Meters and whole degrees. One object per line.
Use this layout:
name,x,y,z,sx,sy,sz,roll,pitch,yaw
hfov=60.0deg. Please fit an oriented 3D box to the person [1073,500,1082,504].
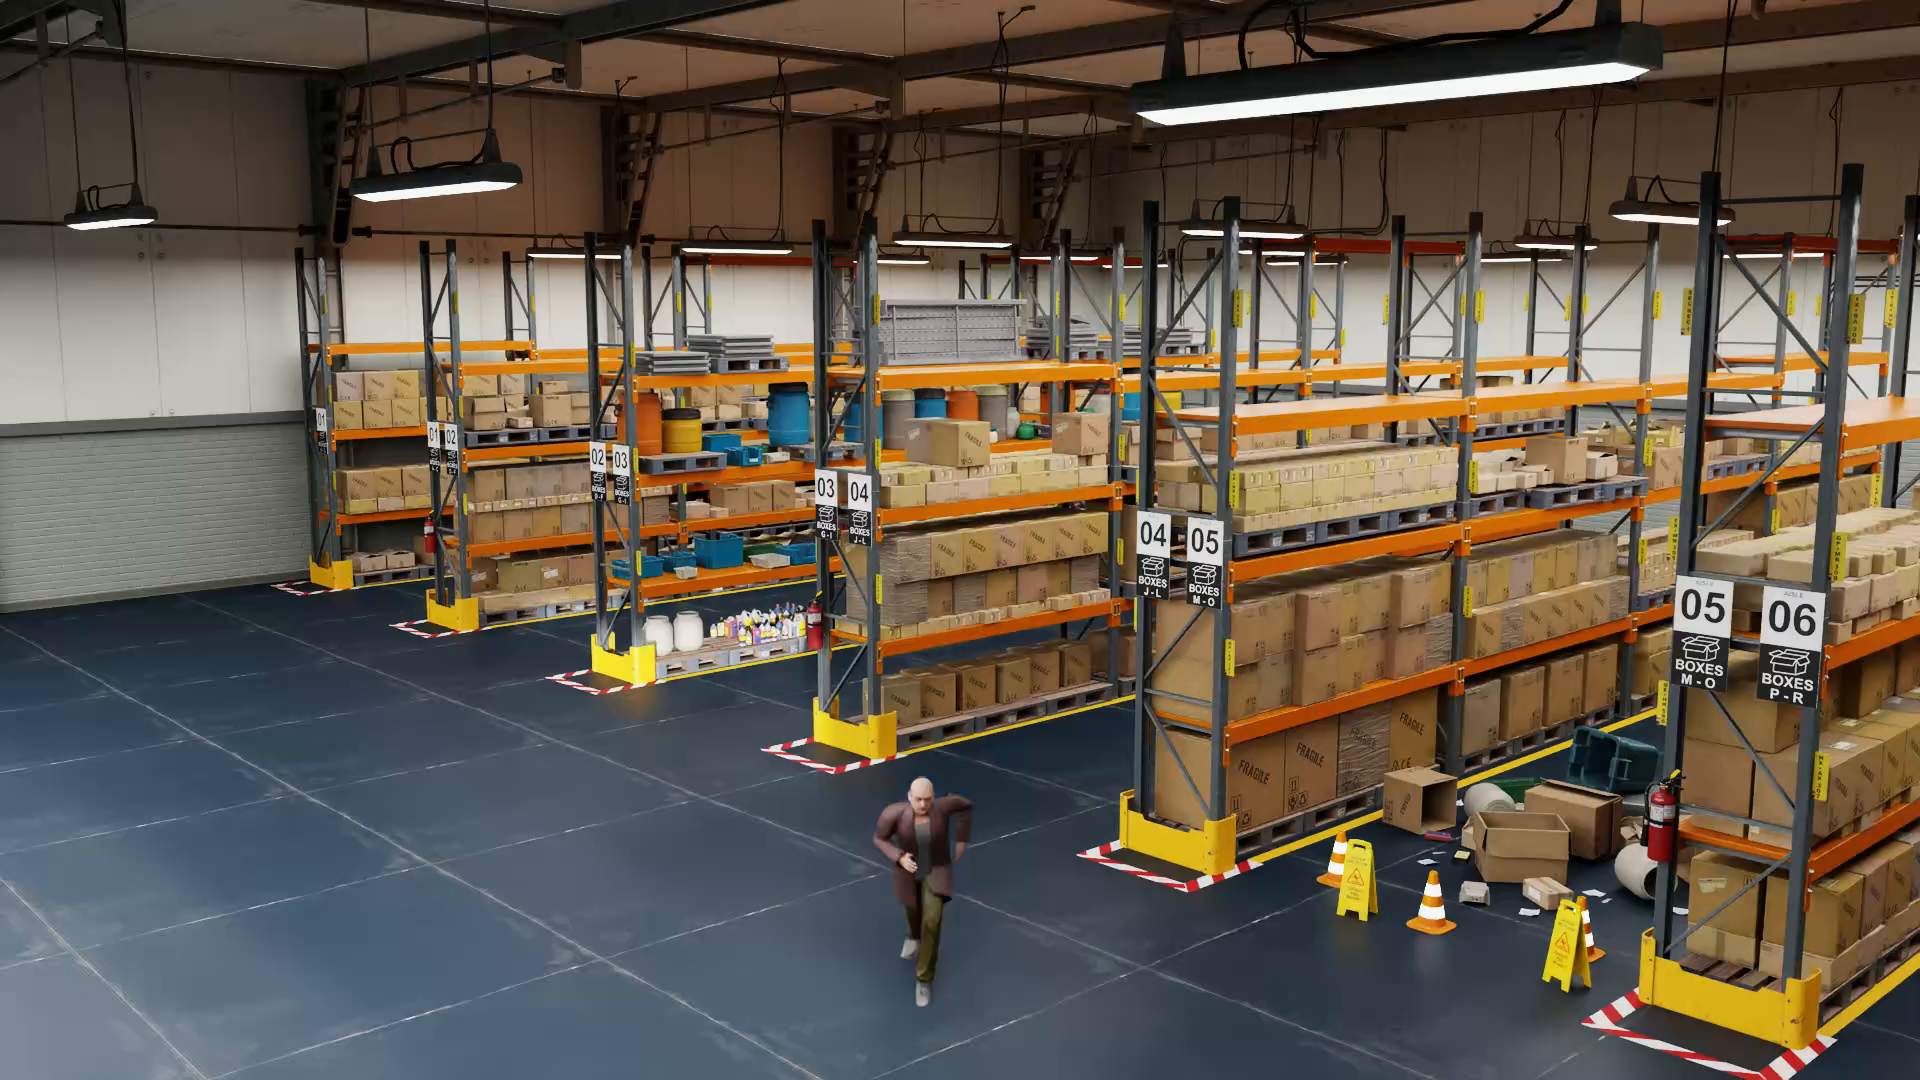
person,2.527,-0.538,32.992,0.644,1.737,0.617,7,11,38

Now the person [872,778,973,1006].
person,-0.286,2.535,12.557,0.755,1.745,1.060,-1,8,-4
